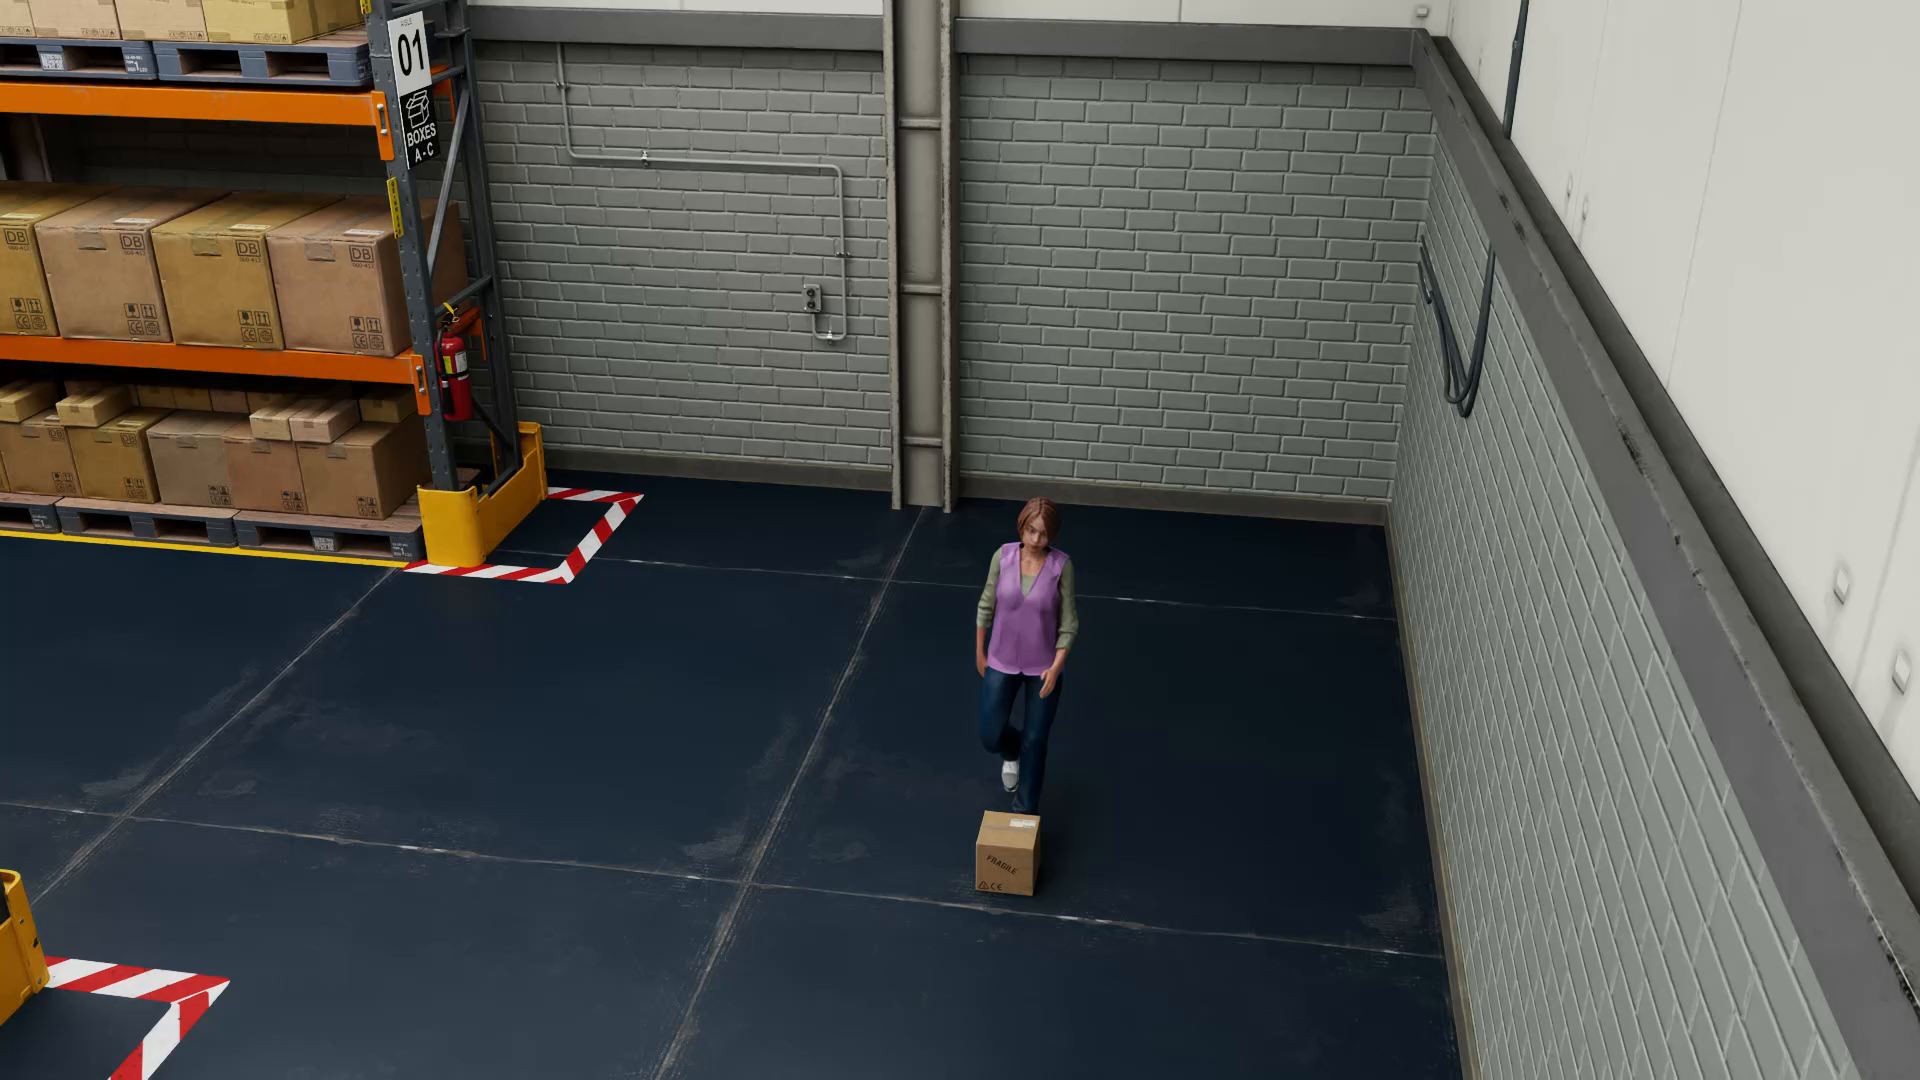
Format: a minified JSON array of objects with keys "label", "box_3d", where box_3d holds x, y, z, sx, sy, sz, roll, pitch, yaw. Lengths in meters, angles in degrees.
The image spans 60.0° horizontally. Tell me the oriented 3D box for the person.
[{"label":"person","box_3d":[0.280,0.596,7.368,0.473,1.559,0.697,5,26,9]}]
